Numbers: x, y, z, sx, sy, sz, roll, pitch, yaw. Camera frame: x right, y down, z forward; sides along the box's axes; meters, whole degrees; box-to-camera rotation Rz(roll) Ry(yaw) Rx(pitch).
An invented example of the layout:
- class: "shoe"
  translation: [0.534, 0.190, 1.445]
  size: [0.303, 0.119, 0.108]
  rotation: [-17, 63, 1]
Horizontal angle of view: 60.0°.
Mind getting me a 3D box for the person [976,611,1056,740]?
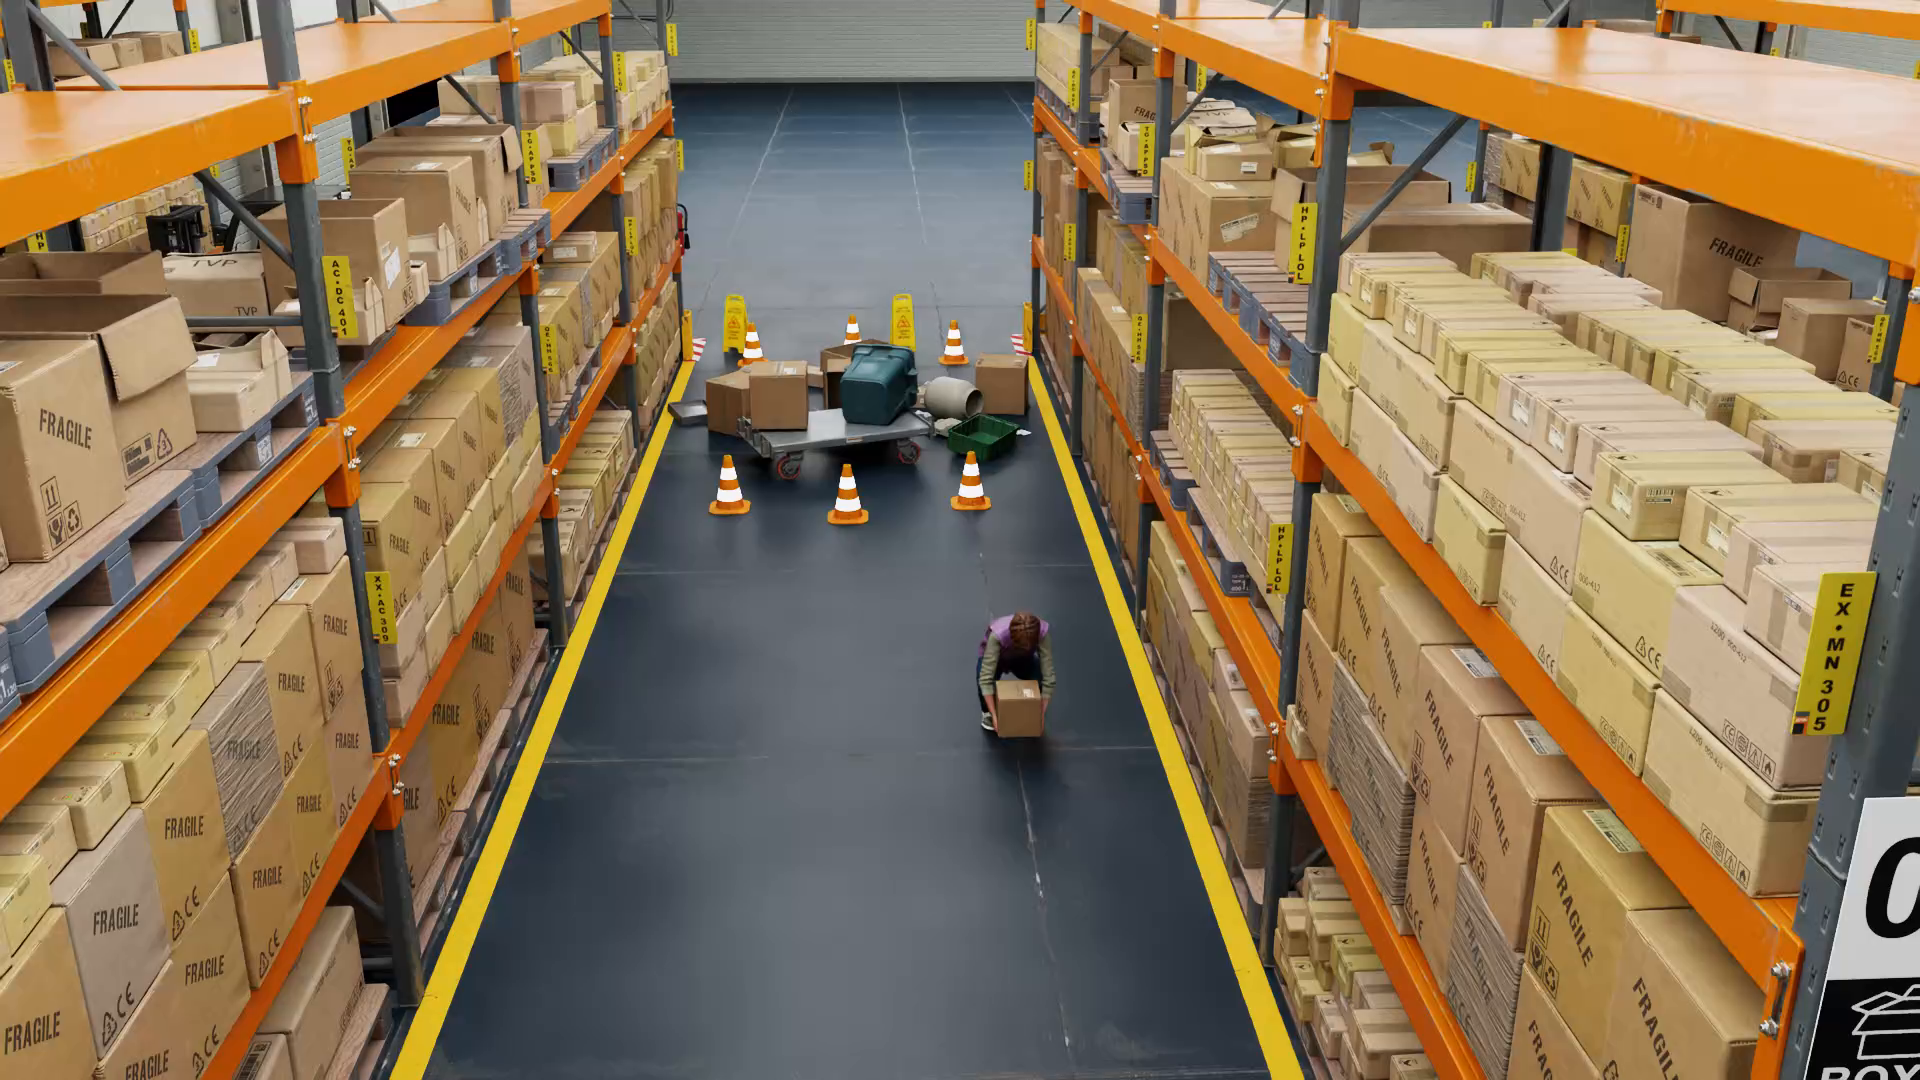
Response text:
- class: "person"
  translation: [0.329, 0.766, 10.077]
  size: [0.460, 0.888, 0.810]
  rotation: [-1, 21, -4]
